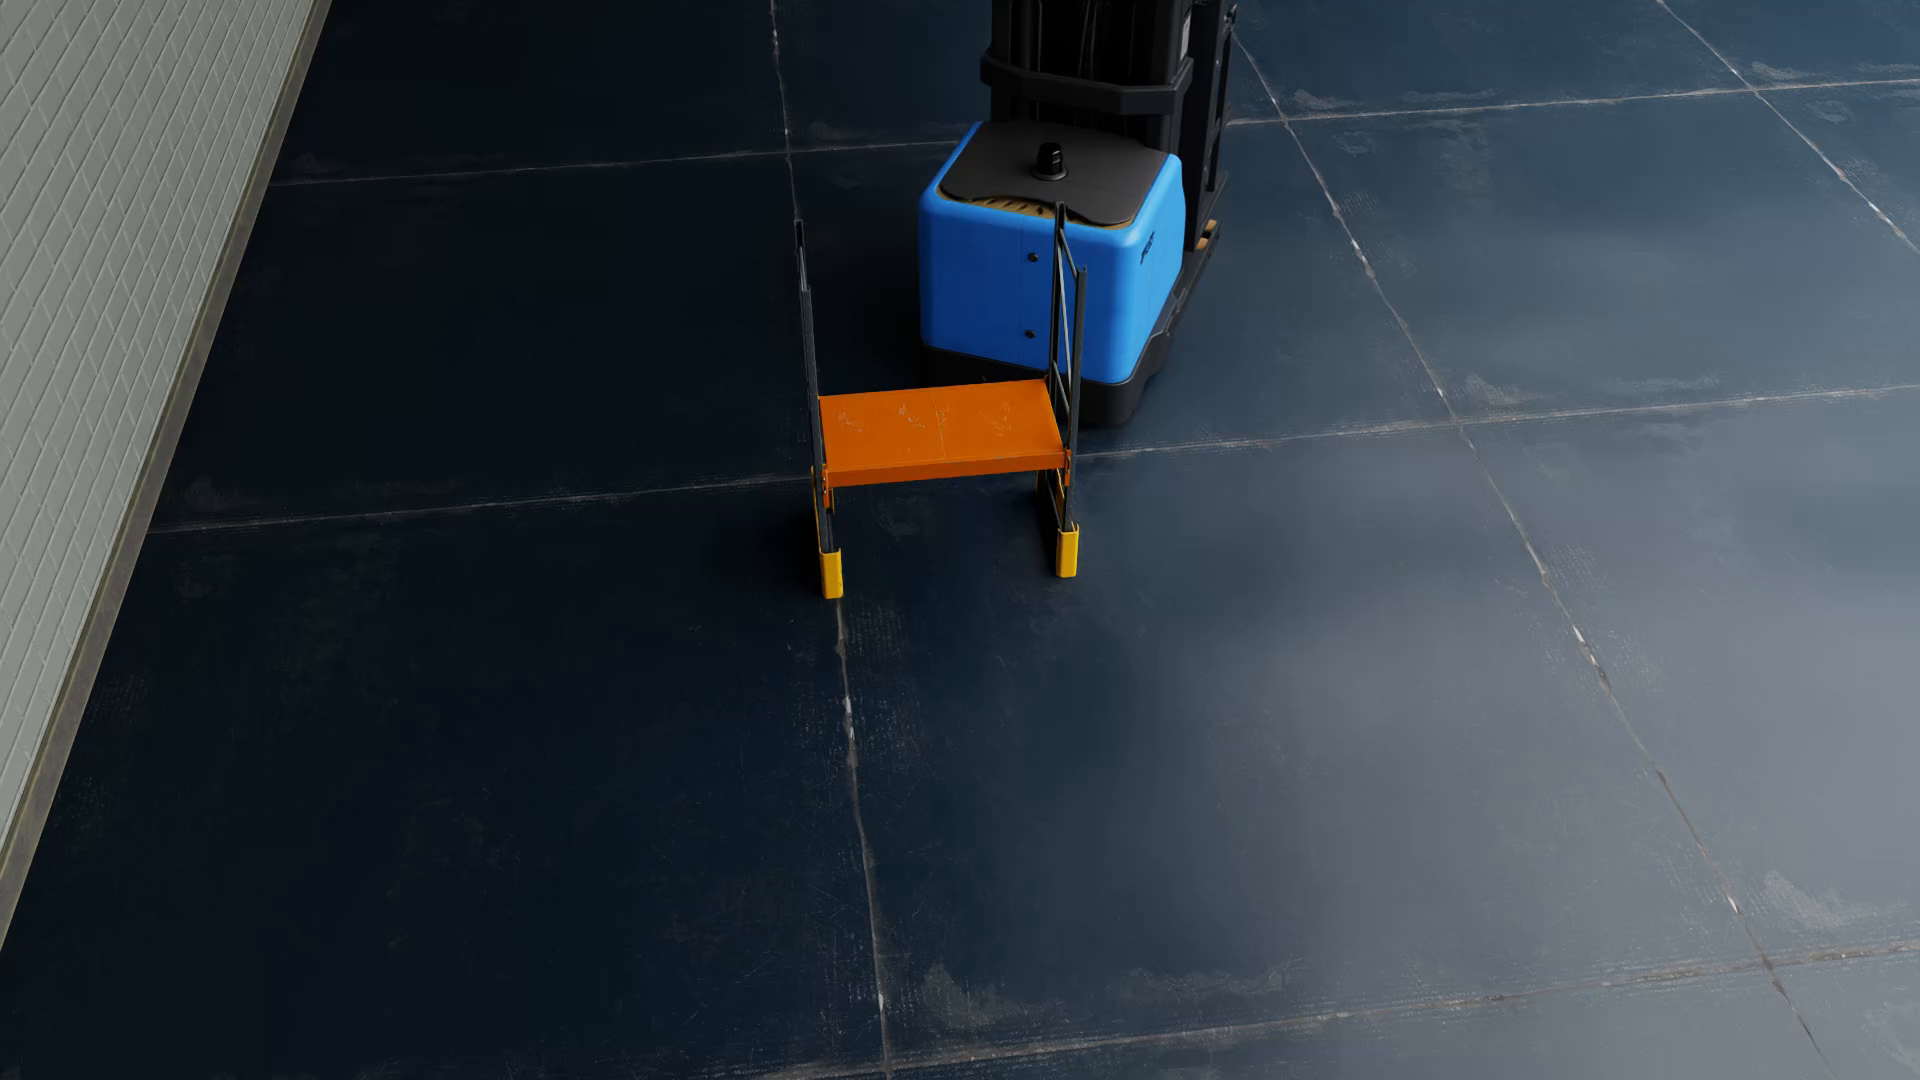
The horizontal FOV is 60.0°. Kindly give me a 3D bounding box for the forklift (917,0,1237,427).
[{"bbox_3d":[0.773,-2.614,7.960,1.130,2.935,3.031,13,44,14],"label":"forklift"}]

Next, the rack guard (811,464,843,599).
[{"bbox_3d":[-0.569,-0.043,7.111,0.087,0.250,0.587,-5,42,-6],"label":"rack guard"}]

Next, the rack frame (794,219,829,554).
[{"bbox_3d":[-0.589,-0.505,6.691,0.032,1.500,0.500,-5,42,-6],"label":"rack frame"}]

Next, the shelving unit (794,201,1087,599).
[{"bbox_3d":[-0.076,-0.550,6.740,1.083,1.500,0.587,-5,42,-6],"label":"shelving unit"}]

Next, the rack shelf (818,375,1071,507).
[{"bbox_3d":[-0.085,-0.416,6.860,1.000,0.185,0.538,-5,42,-6],"label":"rack shelf"}]

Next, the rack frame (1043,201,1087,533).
[{"bbox_3d":[0.419,-0.594,6.788,0.032,1.500,0.500,-5,42,-6],"label":"rack frame"}]

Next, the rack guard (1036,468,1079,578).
[{"bbox_3d":[0.418,-0.129,7.207,0.087,0.250,0.587,-5,42,-6],"label":"rack guard"}]
